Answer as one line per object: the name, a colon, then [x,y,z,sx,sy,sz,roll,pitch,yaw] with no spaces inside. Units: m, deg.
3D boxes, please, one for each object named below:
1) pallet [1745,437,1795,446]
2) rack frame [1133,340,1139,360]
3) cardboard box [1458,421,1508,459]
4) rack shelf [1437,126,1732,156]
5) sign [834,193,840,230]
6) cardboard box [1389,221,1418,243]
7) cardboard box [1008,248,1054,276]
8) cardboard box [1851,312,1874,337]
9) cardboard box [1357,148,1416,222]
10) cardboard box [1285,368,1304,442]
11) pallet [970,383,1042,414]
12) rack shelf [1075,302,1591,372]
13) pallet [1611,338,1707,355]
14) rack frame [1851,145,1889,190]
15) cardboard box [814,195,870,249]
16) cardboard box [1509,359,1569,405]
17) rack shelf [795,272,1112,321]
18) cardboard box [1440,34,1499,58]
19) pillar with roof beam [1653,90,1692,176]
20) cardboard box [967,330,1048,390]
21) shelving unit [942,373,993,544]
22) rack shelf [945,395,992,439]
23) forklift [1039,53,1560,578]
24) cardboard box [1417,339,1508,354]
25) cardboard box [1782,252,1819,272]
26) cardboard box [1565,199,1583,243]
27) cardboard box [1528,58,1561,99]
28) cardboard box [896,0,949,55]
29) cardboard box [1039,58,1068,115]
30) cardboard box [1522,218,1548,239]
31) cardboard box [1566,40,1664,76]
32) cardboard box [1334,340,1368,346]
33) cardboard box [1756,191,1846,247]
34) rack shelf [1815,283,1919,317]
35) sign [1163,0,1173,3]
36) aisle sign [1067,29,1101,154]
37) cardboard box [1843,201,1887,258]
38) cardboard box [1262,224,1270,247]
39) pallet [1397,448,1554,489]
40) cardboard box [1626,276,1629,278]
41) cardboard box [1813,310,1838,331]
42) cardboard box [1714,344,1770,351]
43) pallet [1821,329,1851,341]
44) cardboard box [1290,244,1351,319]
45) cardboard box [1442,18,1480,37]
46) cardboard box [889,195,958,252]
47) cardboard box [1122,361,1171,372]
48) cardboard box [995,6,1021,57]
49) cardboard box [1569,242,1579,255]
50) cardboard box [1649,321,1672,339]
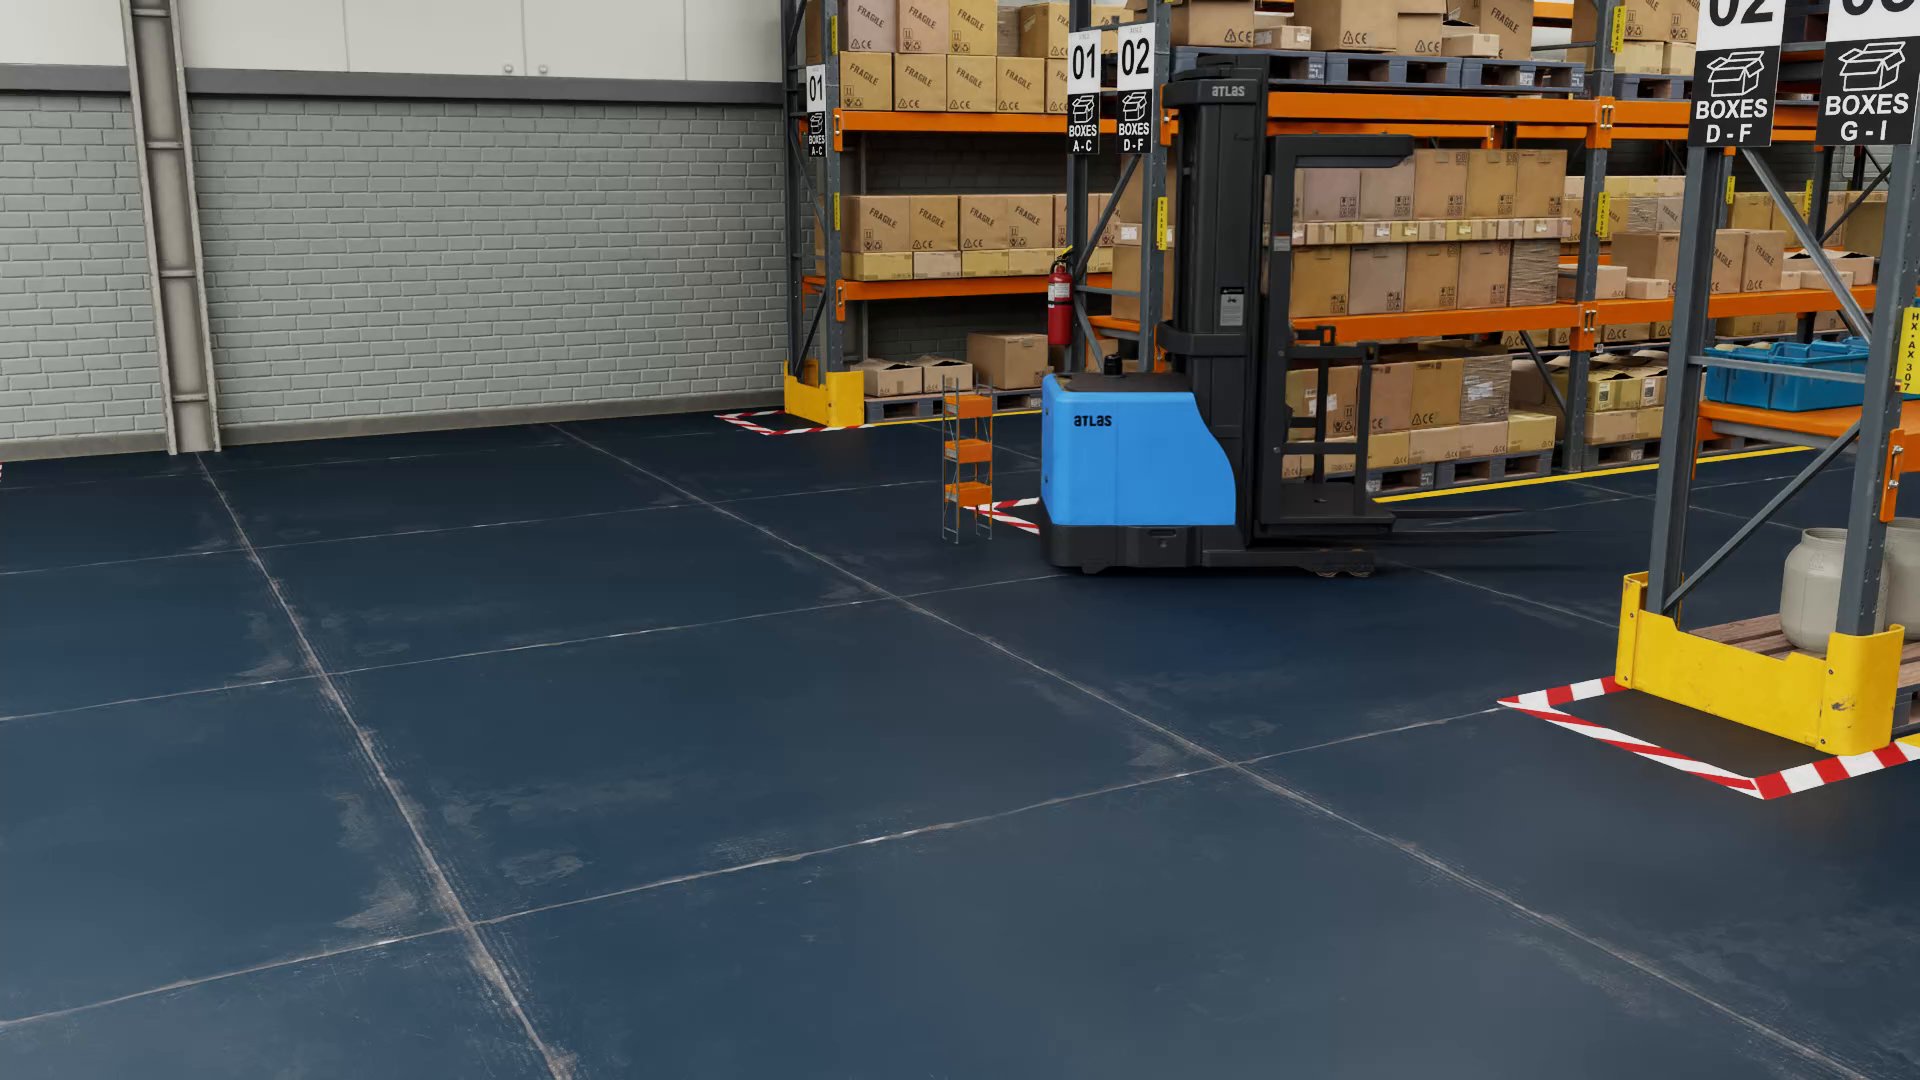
pallet: [7.300,-1.055,14.814,1.213,0.211,1.003,-7,14,-28]
rack frame: [2.154,-3.028,17.230,0.127,3.000,1.000,-7,14,-28]
cardboard box: [3.785,-0.795,12.616,0.500,0.250,0.500,-7,14,-28]
rack shelf: [7.420,-4.771,19.784,4.000,0.370,1.077,-7,14,-28]
sign: [-1.097,-2.925,14.801,0.005,0.325,0.100,-7,14,-28]
cardboard box: [3.048,-2.207,11.878,0.250,0.149,0.380,-6,14,-26]
cardboard box: [0.567,-2.696,16.053,0.500,0.250,0.500,-7,14,-27]
cardboard box: [8.798,-2.005,15.672,0.500,0.250,0.500,-6,14,-26]
cardboard box: [2.823,-2.549,11.920,0.500,0.500,0.700,-7,14,-28]
cardboard box: [2.035,-0.948,11.589,0.500,0.500,0.500,-7,14,-28]
pallet: [0.509,-1.460,16.618,1.213,0.211,1.003,-7,14,-28]
rack shelf: [2.775,-1.512,12.134,4.000,0.370,1.077,-7,14,-28]
pallet: [8.535,-2.413,20.851,1.213,0.211,1.003,-7,14,-28]
rack frame: [12.687,-4.290,22.840,0.127,3.000,1.000,-7,14,-28]
cardboard box: [-1.045,-3.000,15.695,0.500,0.500,0.500,-7,14,-28]
cardboard box: [4.749,-1.308,13.619,0.500,0.311,0.500,-7,14,-28]
rack shelf: [0.398,-2.466,16.374,4.000,0.370,1.077,-7,14,-28]
cardboard box: [3.603,-3.508,11.829,0.250,0.149,0.380,-7,14,-28]
pillar with roof beam: [11.438,-6.207,17.693,0.400,9.000,9.100,-7,14,-28]
cardboard box: [0.462,-1.785,16.399,0.500,0.500,0.700,-8,15,-31]
shelving unit: [0.047,-0.518,10.519,0.252,1.050,0.215,-7,14,-28]
rack shelf: [0.047,-0.784,10.459,0.240,0.259,0.215,-7,14,-28]
forklift: [2.024,-1.328,9.837,3.031,2.935,1.130,0,13,-2]
cardboard box: [3.974,-1.314,13.215,0.500,0.500,0.500,-7,14,-28]
cardboard box: [7.164,-2.394,14.617,0.500,0.311,0.500,-7,14,-29]
cardboard box: [7.114,-3.759,19.530,0.500,0.500,0.500,-7,14,-28]
cardboard box: [6.503,-5.303,19.280,0.500,0.500,0.700,-8,15,-31]
cardboard box: [-0.438,-4.653,15.071,0.500,0.500,0.500,-7,14,-29]
cardboard box: [0.911,-4.332,15.923,0.500,0.500,0.500,-7,15,-30]
cardboard box: [4.177,-2.343,12.483,0.250,0.149,0.380,-7,15,-29]
cardboard box: [5.076,-3.731,12.911,0.500,0.250,0.500,-5,14,-22]
cardboard box: [4.127,-2.268,18.547,0.500,0.500,0.700,-7,14,-28]
cardboard box: [10.937,-4.224,21.861,0.700,0.700,0.980,-8,15,-31]
rack shelf: [9.797,-2.354,15.874,4.000,0.370,1.077,-7,14,-28]
sign: [1.280,-3.473,10.208,0.005,0.325,0.100,-7,14,-28]
aisle sign: [0.821,-2.970,11.055,0.004,0.787,0.394,-7,14,-28]
cardboard box: [8.540,-2.836,15.194,0.700,0.500,0.500,11,17,41]
cardboard box: [1.917,-2.072,11.278,0.250,0.149,0.380,-7,14,-28]
pallet: [3.813,-0.637,12.960,1.213,0.211,1.003,-7,14,-28]
cardboard box: [5.214,-2.136,13.573,0.258,0.266,0.396,-7,15,-29]
cardboard box: [11.240,-3.077,22.185,0.500,0.500,0.700,-7,15,-30]
cardboard box: [6.984,-1.576,14.808,0.500,0.311,0.500,-7,15,-29]
pallet: [12.022,-2.830,22.705,1.213,0.211,1.003,-7,14,-28]
cardboard box: [2.333,-1.855,11.793,0.500,0.500,0.700,-7,14,-27]
cardboard box: [3.488,-3.707,12.347,0.500,0.311,0.500,-8,15,-31]
cardboard box: [-0.355,-2.952,15.480,0.500,0.500,0.500,-7,14,-28]
cardboard box: [1.348,-0.996,11.799,0.500,0.500,0.500,-7,14,-28]
cardboard box: [0.258,-4.871,16.038,0.500,0.500,0.500,-7,14,-28]
cardboard box: [7.181,-3.466,19.706,0.250,0.149,0.380,-7,14,-27]
cardboard box: [8.668,-2.932,20.744,0.750,0.750,0.750,-7,14,-27]
